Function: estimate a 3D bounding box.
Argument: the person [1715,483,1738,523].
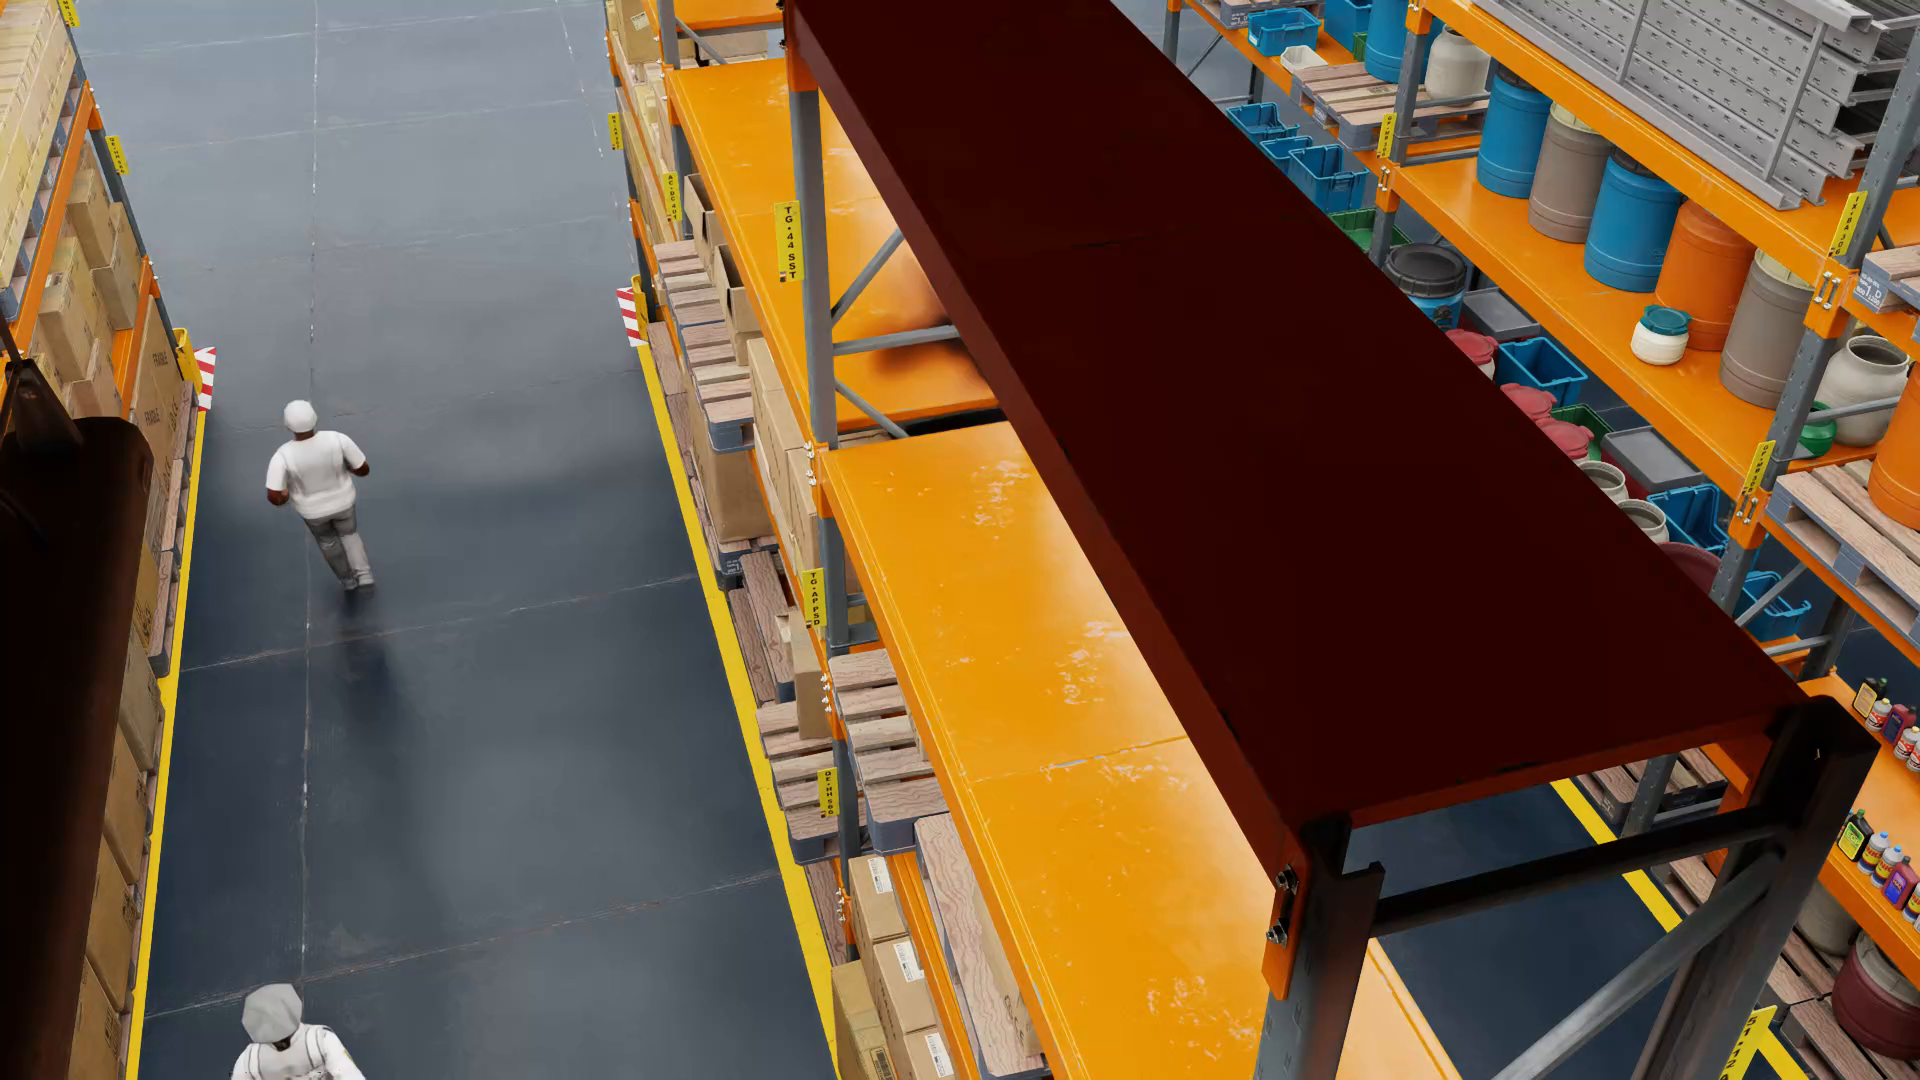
[{"bbox_3d":[5.720,-0.888,12.514,0.664,1.779,0.954,-16,41,-19],"label":"person"}]

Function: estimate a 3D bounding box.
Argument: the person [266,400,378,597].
[{"bbox_3d":[-4.487,-0.247,11.749,0.700,1.739,0.801,-19,42,-23],"label":"person"}]

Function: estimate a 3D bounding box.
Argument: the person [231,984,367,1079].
[{"bbox_3d":[-2.962,2.648,7.646,0.612,1.725,0.848,-14,40,-16],"label":"person"}]
